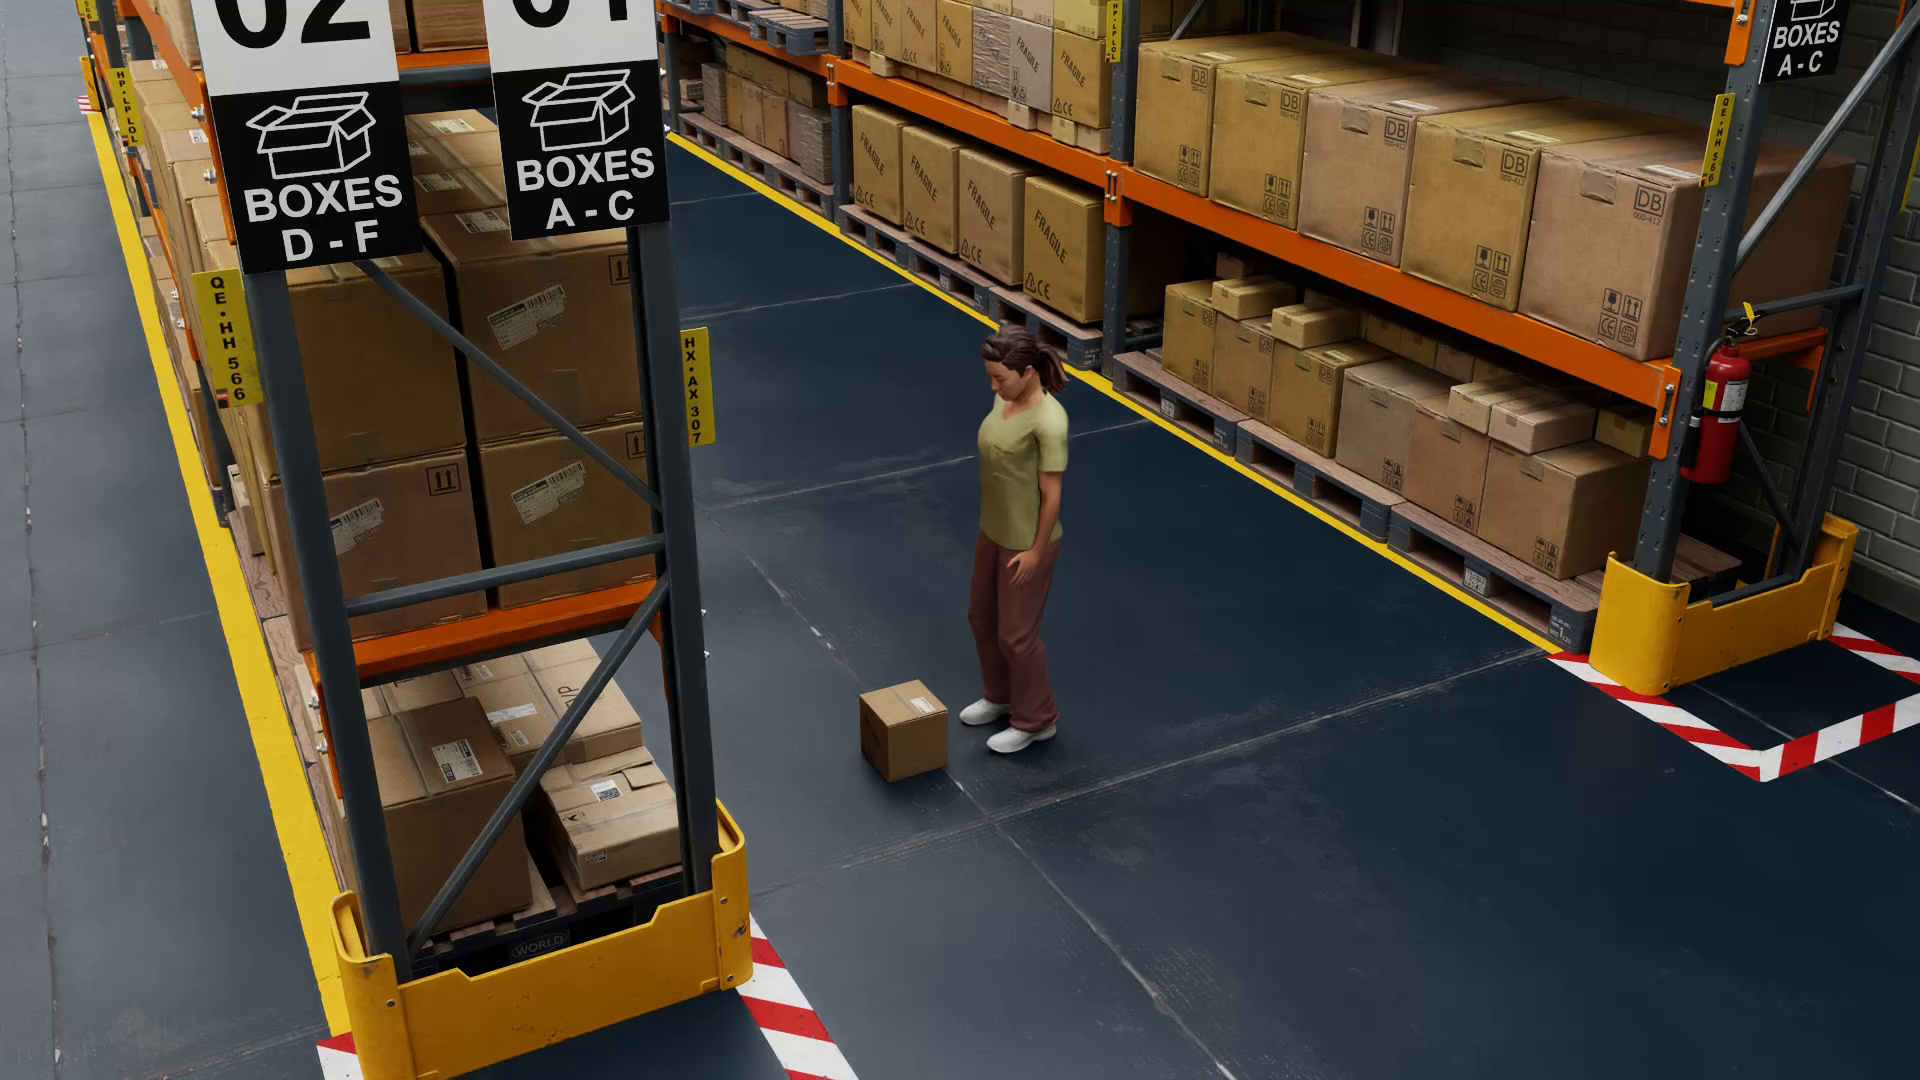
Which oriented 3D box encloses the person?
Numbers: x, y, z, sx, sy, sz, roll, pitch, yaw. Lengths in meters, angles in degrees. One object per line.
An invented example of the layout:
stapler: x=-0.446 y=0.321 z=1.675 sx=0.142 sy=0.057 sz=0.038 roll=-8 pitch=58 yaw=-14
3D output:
person: x=0.222 y=0.106 z=6.194 sx=0.359 sy=1.420 sz=0.452 roll=-12 pitch=28 yaw=-24
